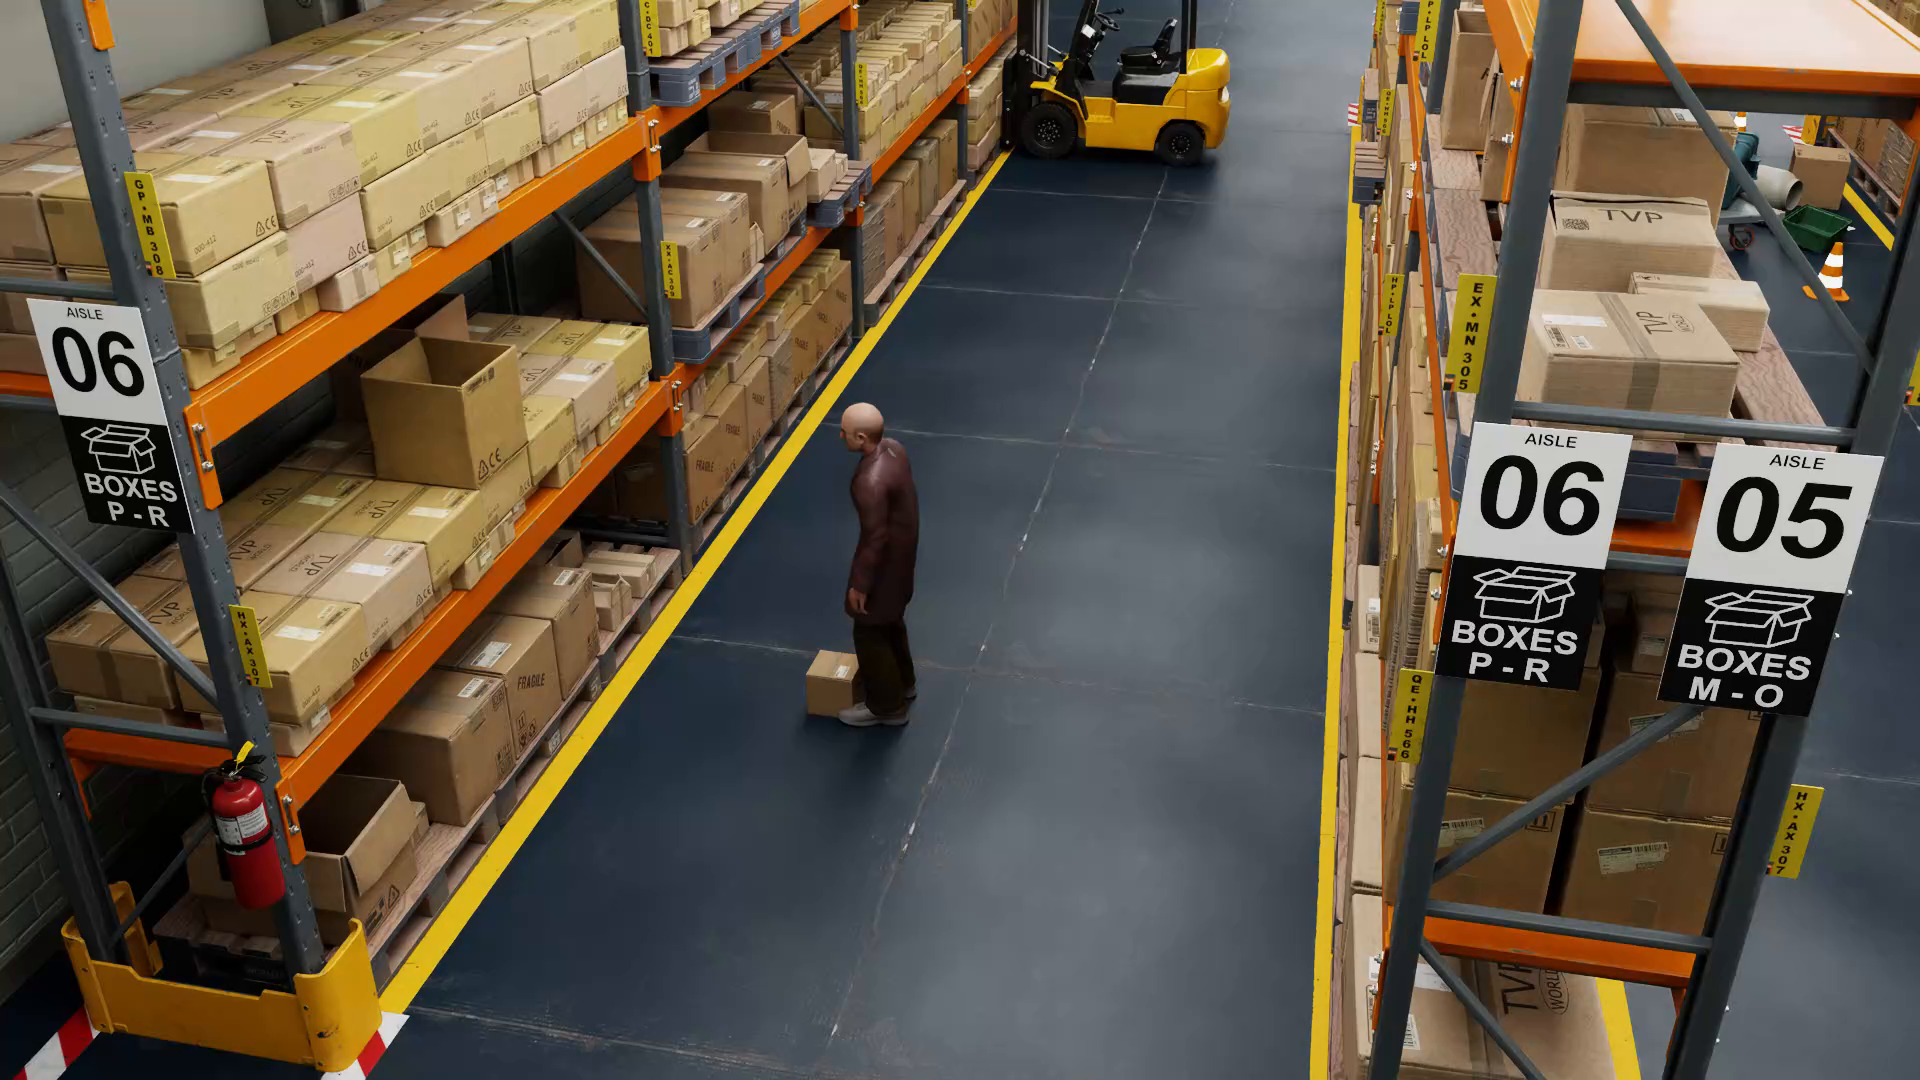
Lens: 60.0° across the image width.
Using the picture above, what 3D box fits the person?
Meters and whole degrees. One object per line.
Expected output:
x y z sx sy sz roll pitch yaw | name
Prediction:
-0.413 0.120 8.418 0.416 1.774 0.645 5 29 9 | person
